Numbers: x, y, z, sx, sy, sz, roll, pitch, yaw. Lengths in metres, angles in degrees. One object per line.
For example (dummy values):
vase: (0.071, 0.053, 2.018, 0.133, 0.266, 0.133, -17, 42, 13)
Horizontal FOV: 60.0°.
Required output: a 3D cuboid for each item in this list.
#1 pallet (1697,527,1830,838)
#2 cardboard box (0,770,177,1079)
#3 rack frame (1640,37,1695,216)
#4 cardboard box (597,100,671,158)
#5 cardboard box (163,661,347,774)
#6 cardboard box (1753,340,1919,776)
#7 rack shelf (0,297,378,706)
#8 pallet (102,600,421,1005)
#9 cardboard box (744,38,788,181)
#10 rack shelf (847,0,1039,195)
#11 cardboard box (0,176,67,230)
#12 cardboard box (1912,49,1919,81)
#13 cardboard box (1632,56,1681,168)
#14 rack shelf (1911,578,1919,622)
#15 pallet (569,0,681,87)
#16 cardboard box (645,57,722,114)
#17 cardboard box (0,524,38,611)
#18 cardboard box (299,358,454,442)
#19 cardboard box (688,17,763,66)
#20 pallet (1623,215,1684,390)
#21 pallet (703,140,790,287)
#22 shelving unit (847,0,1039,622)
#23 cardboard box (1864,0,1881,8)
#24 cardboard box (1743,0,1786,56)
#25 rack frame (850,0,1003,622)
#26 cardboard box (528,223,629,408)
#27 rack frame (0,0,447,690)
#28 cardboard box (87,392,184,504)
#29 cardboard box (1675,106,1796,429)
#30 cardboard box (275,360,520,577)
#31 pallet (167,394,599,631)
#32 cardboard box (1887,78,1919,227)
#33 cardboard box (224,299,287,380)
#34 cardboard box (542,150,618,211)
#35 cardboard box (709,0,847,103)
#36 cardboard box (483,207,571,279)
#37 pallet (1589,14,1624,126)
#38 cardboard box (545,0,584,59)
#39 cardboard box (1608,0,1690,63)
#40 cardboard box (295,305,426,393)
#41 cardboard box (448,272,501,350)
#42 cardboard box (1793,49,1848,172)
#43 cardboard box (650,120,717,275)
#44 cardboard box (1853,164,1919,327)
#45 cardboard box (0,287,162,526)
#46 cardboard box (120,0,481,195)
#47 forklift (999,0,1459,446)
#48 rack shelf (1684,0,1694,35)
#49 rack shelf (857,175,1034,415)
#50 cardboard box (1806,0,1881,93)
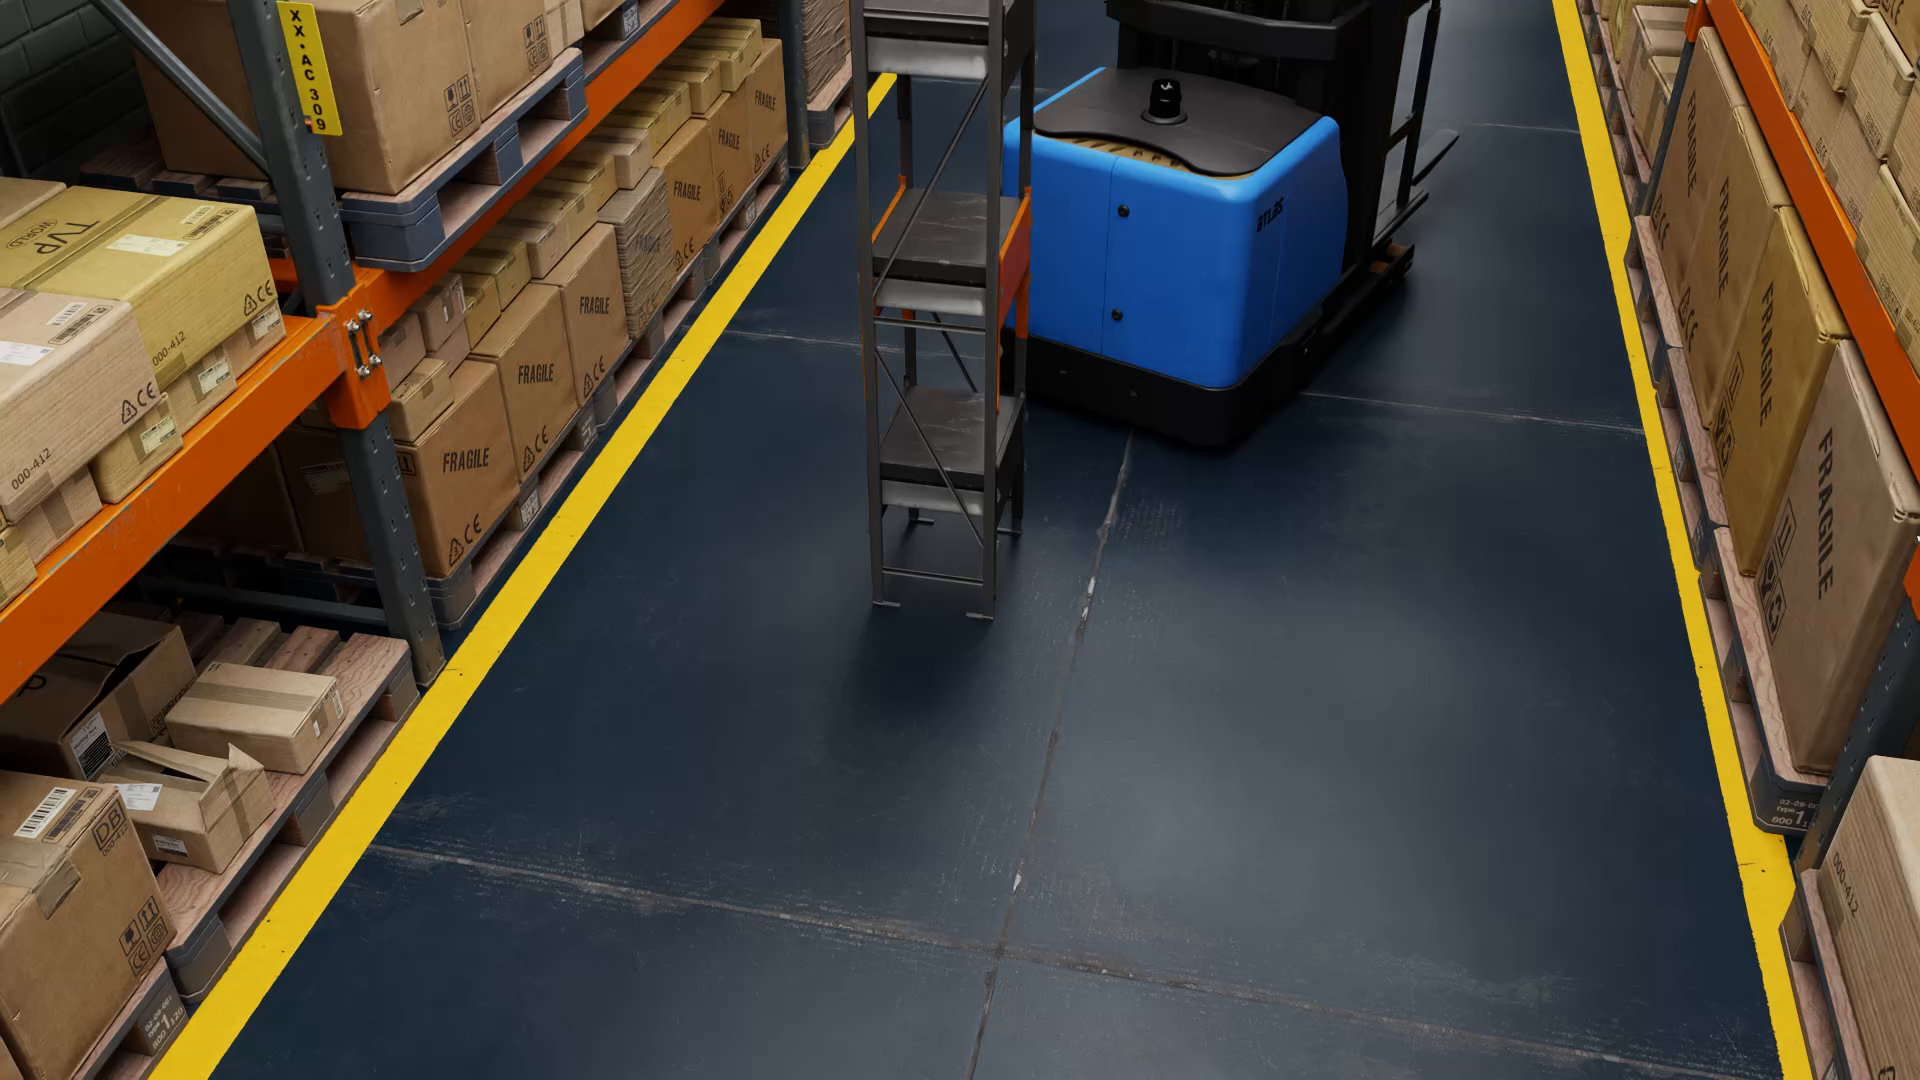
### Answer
pallet: (2.832, 0.445, 4.956, 1.003, 0.211, 1.213, 7, 37, 10)
cardboard box: (-2.298, 0.864, 3.774, 0.700, 0.500, 0.500, 6, 36, 8)
rack frame: (3.596, -2.525, 6.678, 1.000, 3.000, 0.127, 7, 37, 10)
cardboard box: (-1.393, -1.656, 6.699, 0.380, 0.149, 0.250, 7, 36, 9)
cardboard box: (-1.941, 0.489, 4.591, 0.380, 0.149, 0.250, 6, 36, 9)
cardboard box: (2.795, 0.093, 4.518, 0.875, 0.875, 0.875, 8, 37, 11)
rack shelf: (-2.536, 0.586, 2.998, 1.077, 0.370, 4.000, 7, 37, 10)
pallet: (-2.256, 0.671, 4.645, 1.003, 0.211, 1.213, 7, 37, 10)
cardboard box: (-1.135, -2.034, 7.772, 0.500, 0.500, 0.500, 8, 37, 11)
rack shelf: (-0.035, -1.311, 4.600, 0.431, 0.518, 0.480, 7, 37, 10)
cardboard box: (-2.478, -0.661, 3.981, 0.500, 0.250, 0.500, 7, 37, 9)
cardboard box: (2.695, -1.262, 3.998, 0.500, 0.500, 0.500, 8, 37, 11)
cardboard box: (3.726, -1.954, 7.771, 0.950, 0.372, 0.625, 5, 36, 7)
rack shelf: (2.314, 1.206, 2.143, 1.077, 0.370, 4.000, 7, 37, 10)
pallet: (-1.665, -1.952, 6.051, 1.003, 0.211, 1.213, 7, 37, 10)
cardboard box: (-1.240, -1.945, 7.097, 0.380, 0.149, 0.250, 6, 36, 8)
cardboard box: (-2.106, 0.065, 3.318, 0.380, 0.149, 0.250, 7, 36, 9)
cardboard box: (-1.772, -0.445, 5.027, 0.380, 0.149, 0.250, 9, 37, 12)
cardboard box: (-1.112, -2.251, 7.519, 0.380, 0.149, 0.250, 6, 36, 8)
pallet: (3.353, -0.953, 6.886, 1.003, 0.211, 1.213, 7, 37, 10)
pallet: (-1.451, -1.593, 7.768, 1.003, 0.211, 1.213, 7, 37, 10)
shelving unit: (-0.035, -0.755, 5.003, 0.431, 2.100, 0.503, 7, 37, 10)
cardboard box: (2.918, -1.849, 4.808, 0.500, 0.500, 0.500, 8, 37, 11)
cardboard box: (3.153, -1.919, 5.969, 0.500, 0.250, 0.500, 6, 36, 9)
rack frame: (-0.087, -0.615, 4.810, 0.400, 2.100, 0.015, 7, 37, 10)
cardboard box: (-1.571, -0.851, 6.140, 0.500, 0.500, 0.500, 6, 36, 9)
rack frame: (-2.109, -0.852, 4.369, 1.000, 3.000, 0.127, 7, 37, 10)
cardboard box: (-1.996, -0.232, 3.728, 0.380, 0.149, 0.250, 8, 37, 11)
cardboard box: (3.172, -0.938, 5.941, 0.875, 0.875, 0.875, 8, 37, 11)
cardboard box: (-1.786, -0.259, 5.323, 0.500, 0.500, 0.500, 9, 37, 12)
pallet: (-1.972, -0.194, 5.838, 1.003, 0.211, 1.213, 7, 37, 10)
cardboard box: (2.697, -0.944, 4.199, 0.500, 0.250, 0.500, 8, 37, 11)
cardboard box: (-1.930, -0.536, 4.147, 0.380, 0.149, 0.250, 8, 37, 11)
cardboard box: (-1.525, -1.360, 6.289, 0.380, 0.149, 0.250, 7, 37, 10)
cardboard box: (-1.108, -2.709, 8.598, 0.875, 0.625, 0.625, 8, 37, 11)
cardboard box: (-1.610, -1.059, 5.875, 0.380, 0.149, 0.250, 7, 37, 10)
pallet: (4.027, -2.541, 9.076, 1.003, 0.211, 1.213, 7, 37, 10)
cardboard box: (-1.437, -1.716, 5.318, 0.396, 0.266, 0.258, 9, 37, 12)
cardboard box: (4.043, -2.812, 8.955, 0.950, 0.372, 0.625, 8, 37, 12)
cardboard box: (-1.831, -0.573, 4.950, 0.380, 0.149, 0.250, 7, 36, 9)
cardboard box: (-1.745, -0.762, 5.464, 0.380, 0.149, 0.250, 6, 36, 8)
cardboard box: (2.933, -1.335, 5.164, 0.500, 0.250, 0.500, 7, 37, 10)
cardboard box: (-1.361, -1.448, 6.964, 0.500, 0.500, 0.500, 9, 37, 12)
cardboard box: (2.701, -0.752, 4.359, 0.500, 0.250, 0.500, 7, 36, 9)
cardboard box: (-2.072, -0.300, 3.482, 0.500, 0.250, 0.500, 7, 37, 10)
cardboard box: (-1.787, -1.312, 4.561, 0.700, 0.500, 0.500, 8, 37, 11)
forklift: (1.336, -2.361, 6.510, 1.130, 2.935, 3.031, 21, 41, 26)
rack shelf: (4.023, -3.380, 8.471, 1.077, 0.370, 4.000, 7, 37, 10)
rack shelf: (-0.035, -0.744, 5.011, 0.431, 0.518, 0.480, 7, 37, 10)
cardboard box: (2.895, -1.538, 5.017, 0.500, 0.250, 0.500, 8, 37, 11)
